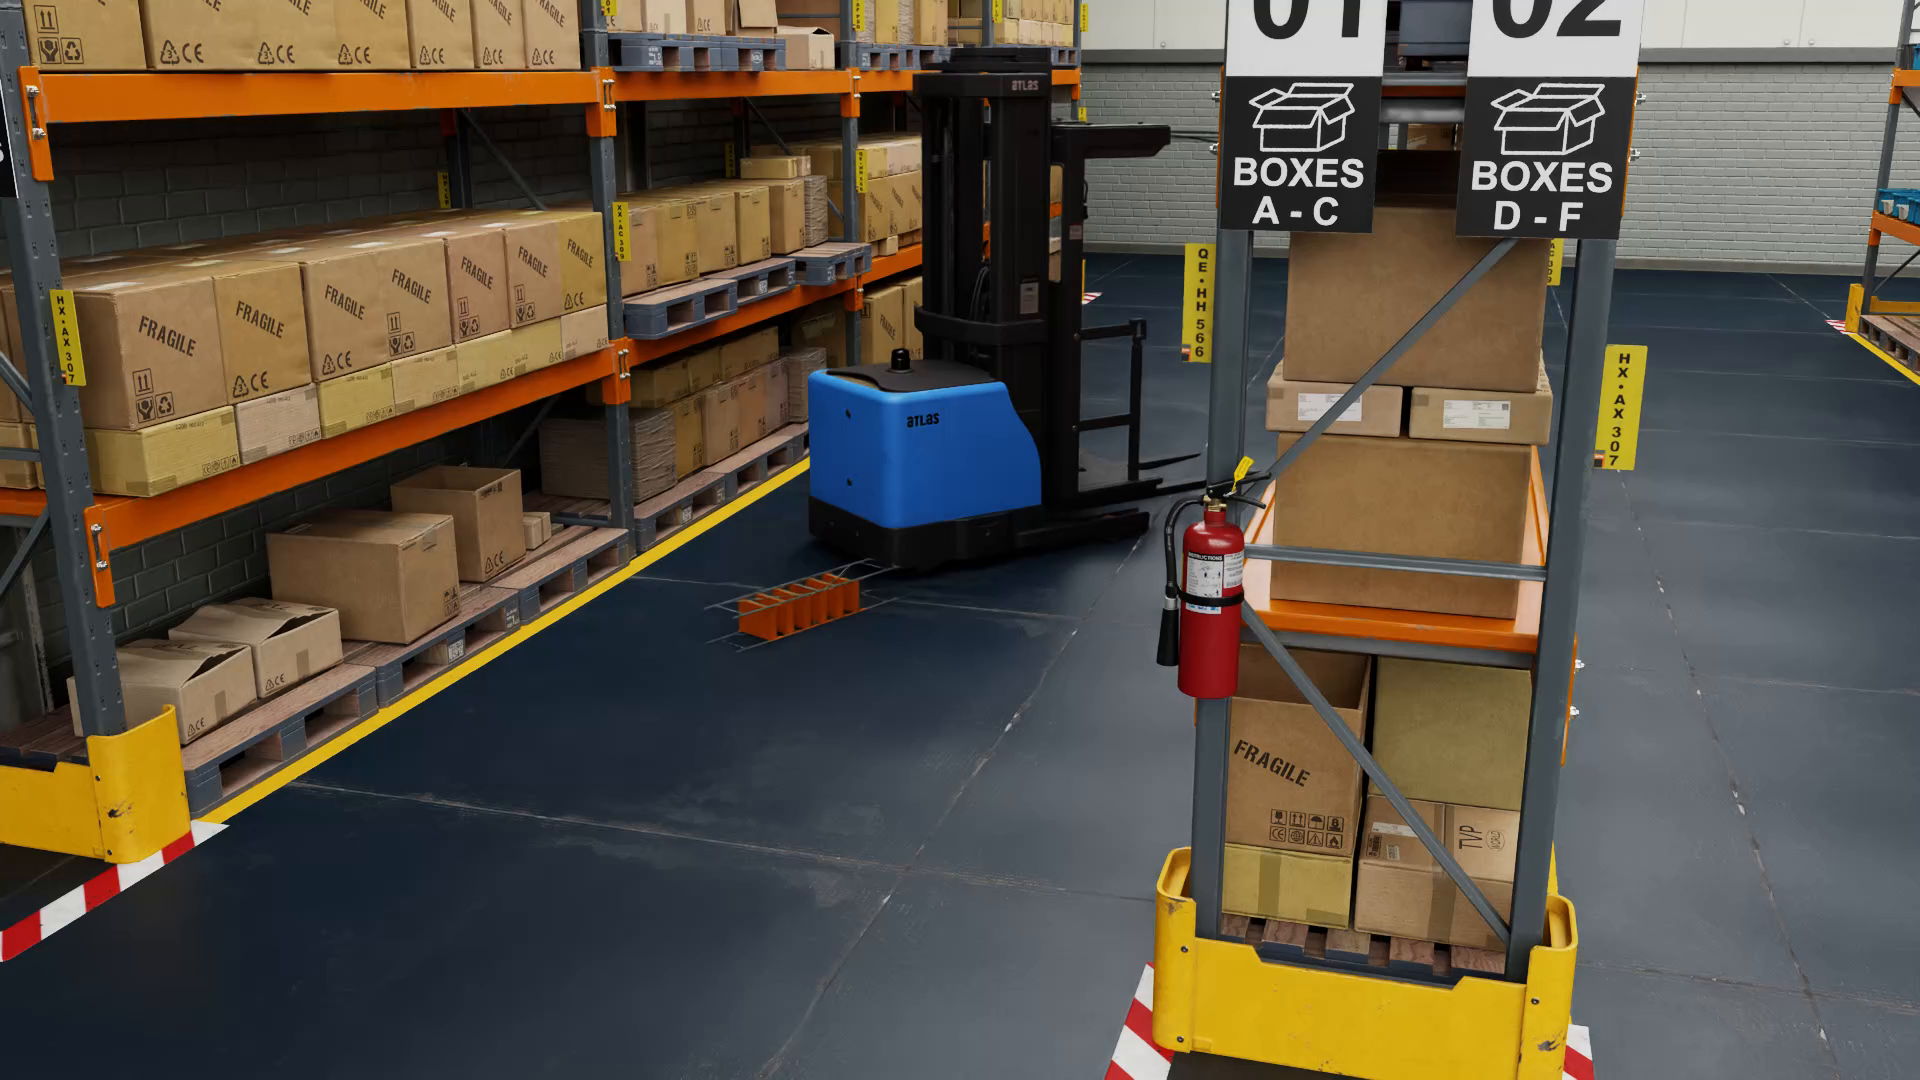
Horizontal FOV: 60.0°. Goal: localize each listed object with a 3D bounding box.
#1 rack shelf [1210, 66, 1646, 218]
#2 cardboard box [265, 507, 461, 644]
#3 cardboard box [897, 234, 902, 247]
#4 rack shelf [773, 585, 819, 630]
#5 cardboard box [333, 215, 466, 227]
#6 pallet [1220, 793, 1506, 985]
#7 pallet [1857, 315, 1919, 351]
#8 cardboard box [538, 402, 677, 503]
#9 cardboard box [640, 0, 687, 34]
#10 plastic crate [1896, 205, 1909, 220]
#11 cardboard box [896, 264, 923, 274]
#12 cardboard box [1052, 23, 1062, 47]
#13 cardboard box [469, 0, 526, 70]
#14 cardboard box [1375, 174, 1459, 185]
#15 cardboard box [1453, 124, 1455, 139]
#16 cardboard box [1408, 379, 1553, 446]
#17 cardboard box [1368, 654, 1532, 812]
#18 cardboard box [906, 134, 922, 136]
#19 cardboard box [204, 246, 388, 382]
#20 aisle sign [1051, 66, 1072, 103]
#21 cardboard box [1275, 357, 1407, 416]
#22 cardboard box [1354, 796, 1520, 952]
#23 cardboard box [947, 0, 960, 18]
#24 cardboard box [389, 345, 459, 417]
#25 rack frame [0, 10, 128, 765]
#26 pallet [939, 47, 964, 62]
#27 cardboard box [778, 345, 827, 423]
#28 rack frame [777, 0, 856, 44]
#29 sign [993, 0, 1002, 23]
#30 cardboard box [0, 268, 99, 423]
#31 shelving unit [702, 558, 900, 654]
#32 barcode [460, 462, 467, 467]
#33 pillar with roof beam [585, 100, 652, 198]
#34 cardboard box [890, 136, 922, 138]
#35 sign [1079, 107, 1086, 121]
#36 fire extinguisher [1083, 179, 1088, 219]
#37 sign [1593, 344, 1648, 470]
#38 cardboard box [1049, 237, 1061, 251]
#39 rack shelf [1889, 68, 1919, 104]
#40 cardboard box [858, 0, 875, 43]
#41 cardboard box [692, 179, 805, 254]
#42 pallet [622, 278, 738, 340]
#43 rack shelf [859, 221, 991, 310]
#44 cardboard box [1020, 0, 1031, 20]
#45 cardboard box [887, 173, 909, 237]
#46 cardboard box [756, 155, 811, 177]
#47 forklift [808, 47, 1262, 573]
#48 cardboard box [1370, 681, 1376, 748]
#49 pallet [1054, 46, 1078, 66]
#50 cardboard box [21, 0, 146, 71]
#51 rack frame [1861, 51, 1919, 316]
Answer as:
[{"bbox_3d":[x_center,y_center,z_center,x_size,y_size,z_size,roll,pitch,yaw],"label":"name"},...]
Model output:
[{"bbox_3d":[1.748,-1.553,6.129,1.077,0.370,4.000,5,16,16],"label":"rack shelf"},{"bbox_3d":[-2.869,0.164,8.030,0.700,0.500,0.500,4,16,12],"label":"cardboard box"},{"bbox_3d":[-0.726,-2.638,14.557,0.380,0.149,0.250,5,17,17],"label":"cardboard box"},{"bbox_3d":[-0.868,0.351,8.738,0.258,0.180,0.103,14,21,40],"label":"rack shelf"},{"bbox_3d":[-2.918,-1.419,8.699,0.500,0.500,0.500,5,16,16],"label":"cardboard box"},{"bbox_3d":[1.357,1.205,5.693,1.003,0.211,1.213,5,16,16],"label":"pallet"},{"bbox_3d":[10.203,-2.179,17.626,1.003,0.211,1.213,5,16,16],"label":"pallet"},{"bbox_3d":[-2.241,-0.565,10.600,0.700,0.500,0.500,5,17,18],"label":"cardboard box"},{"bbox_3d":[-2.027,-3.263,10.232,0.500,0.311,0.500,5,17,18],"label":"cardboard box"},{"bbox_3d":[9.726,-3.342,16.987,0.250,0.136,0.298,5,16,16],"label":"plastic crate"},{"bbox_3d":[-0.470,-2.210,15.795,0.750,0.750,0.750,5,17,18],"label":"cardboard box"},{"bbox_3d":[0.876,-5.775,19.016,0.500,0.250,0.500,4,16,14],"label":"cardboard box"},{"bbox_3d":[-2.496,-2.581,8.214,0.500,0.500,0.500,3,16,11],"label":"cardboard box"},{"bbox_3d":[1.627,-1.010,5.832,0.700,0.500,0.500,5,16,16],"label":"cardboard box"},{"bbox_3d":[4.772,-4.020,16.989,0.500,0.500,0.500,5,17,16],"label":"cardboard box"},{"bbox_3d":[1.498,-0.379,4.796,0.380,0.149,0.250,5,16,15],"label":"cardboard box"},{"bbox_3d":[1.686,0.573,5.706,0.500,0.500,0.500,5,16,16],"label":"cardboard box"},{"bbox_3d":[-0.202,-3.742,15.886,0.500,0.250,0.500,5,17,17],"label":"cardboard box"},{"bbox_3d":[-2.844,-0.979,7.148,0.500,0.500,0.500,4,16,14],"label":"cardboard box"},{"bbox_3d":[1.284,-5.748,20.334,0.394,0.787,0.004,5,16,16],"label":"aisle sign"},{"bbox_3d":[1.179,-0.476,5.139,0.380,0.149,0.250,5,17,17],"label":"cardboard box"},{"bbox_3d":[1.546,1.065,5.347,0.500,0.250,0.500,5,16,16],"label":"cardboard box"},{"bbox_3d":[-0.186,-5.638,17.161,0.500,0.500,0.500,4,16,15],"label":"cardboard box"},{"bbox_3d":[-2.697,-0.758,7.744,0.500,0.250,0.500,5,17,16],"label":"cardboard box"},{"bbox_3d":[-3.571,-0.316,5.946,1.000,3.000,0.127,5,16,16],"label":"rack frame"},{"bbox_3d":[-0.374,-4.563,15.772,0.805,0.209,1.217,4,16,14],"label":"pallet"},{"bbox_3d":[-1.452,-1.226,12.928,0.700,0.500,0.500,5,17,17],"label":"cardboard box"},{"bbox_3d":[-1.297,-5.295,12.507,1.000,3.000,0.127,5,16,16],"label":"rack frame"},{"bbox_3d":[0.363,-5.259,16.353,0.100,0.325,0.005,5,16,16],"label":"sign"},{"bbox_3d":[-3.641,-0.754,6.354,0.500,0.500,0.500,4,16,15],"label":"cardboard box"},{"bbox_3d":[-0.818,0.335,8.793,0.258,0.189,1.200,14,21,40],"label":"shelving unit"},{"bbox_3d":[-2.817,-0.403,9.441,0.001,0.075,0.075,5,16,16],"label":"barcode"},{"bbox_3d":[1.632,-4.688,10.367,9.100,9.000,0.400,5,16,16],"label":"pillar with roof beam"},{"bbox_3d":[-0.347,-3.609,15.415,0.500,0.250,0.500,5,17,17],"label":"cardboard box"},{"bbox_3d":[1.493,-5.127,20.353,0.100,0.325,0.005,5,16,16],"label":"sign"},{"bbox_3d":[1.462,-4.289,20.779,0.296,0.674,0.183,5,16,16],"label":"fire extinguisher"},{"bbox_3d":[1.710,-0.343,4.309,0.100,0.325,0.005,5,16,16],"label":"sign"},{"bbox_3d":[1.011,-3.575,20.058,0.380,0.149,0.250,4,16,15],"label":"cardboard box"},{"bbox_3d":[9.906,-4.307,15.840,1.077,0.370,4.000,5,16,16],"label":"rack shelf"},{"bbox_3d":[-1.114,-4.386,13.808,0.700,0.500,0.500,4,16,13],"label":"cardboard box"},{"bbox_3d":[-1.554,-2.397,12.292,0.700,0.500,0.500,3,16,11],"label":"cardboard box"},{"bbox_3d":[-2.077,-1.459,10.327,1.003,0.211,1.213,5,16,16],"label":"pallet"},{"bbox_3d":[-0.729,-2.586,15.268,1.077,0.370,4.000,5,16,16],"label":"rack shelf"},{"bbox_3d":[0.451,-5.737,17.509,0.500,0.500,0.500,4,16,15],"label":"cardboard box"},{"bbox_3d":[-0.756,-2.853,14.127,0.500,0.500,0.500,5,17,18],"label":"cardboard box"},{"bbox_3d":[-1.366,-2.888,12.837,0.380,0.149,0.250,2,16,9],"label":"cardboard box"},{"bbox_3d":[0.582,-1.509,10.277,3.031,2.935,1.130,-10,19,-32],"label":"forklift"},{"bbox_3d":[1.464,0.631,6.875,0.500,0.250,0.500,5,16,16],"label":"cardboard box"},{"bbox_3d":[0.775,-5.707,19.620,1.003,0.211,1.213,5,16,16],"label":"pallet"},{"bbox_3d":[-3.236,-1.885,5.761,0.500,0.500,0.500,5,17,17],"label":"cardboard box"},{"bbox_3d":[10.475,-3.734,17.996,1.000,3.000,0.127,5,16,16],"label":"rack frame"}]
